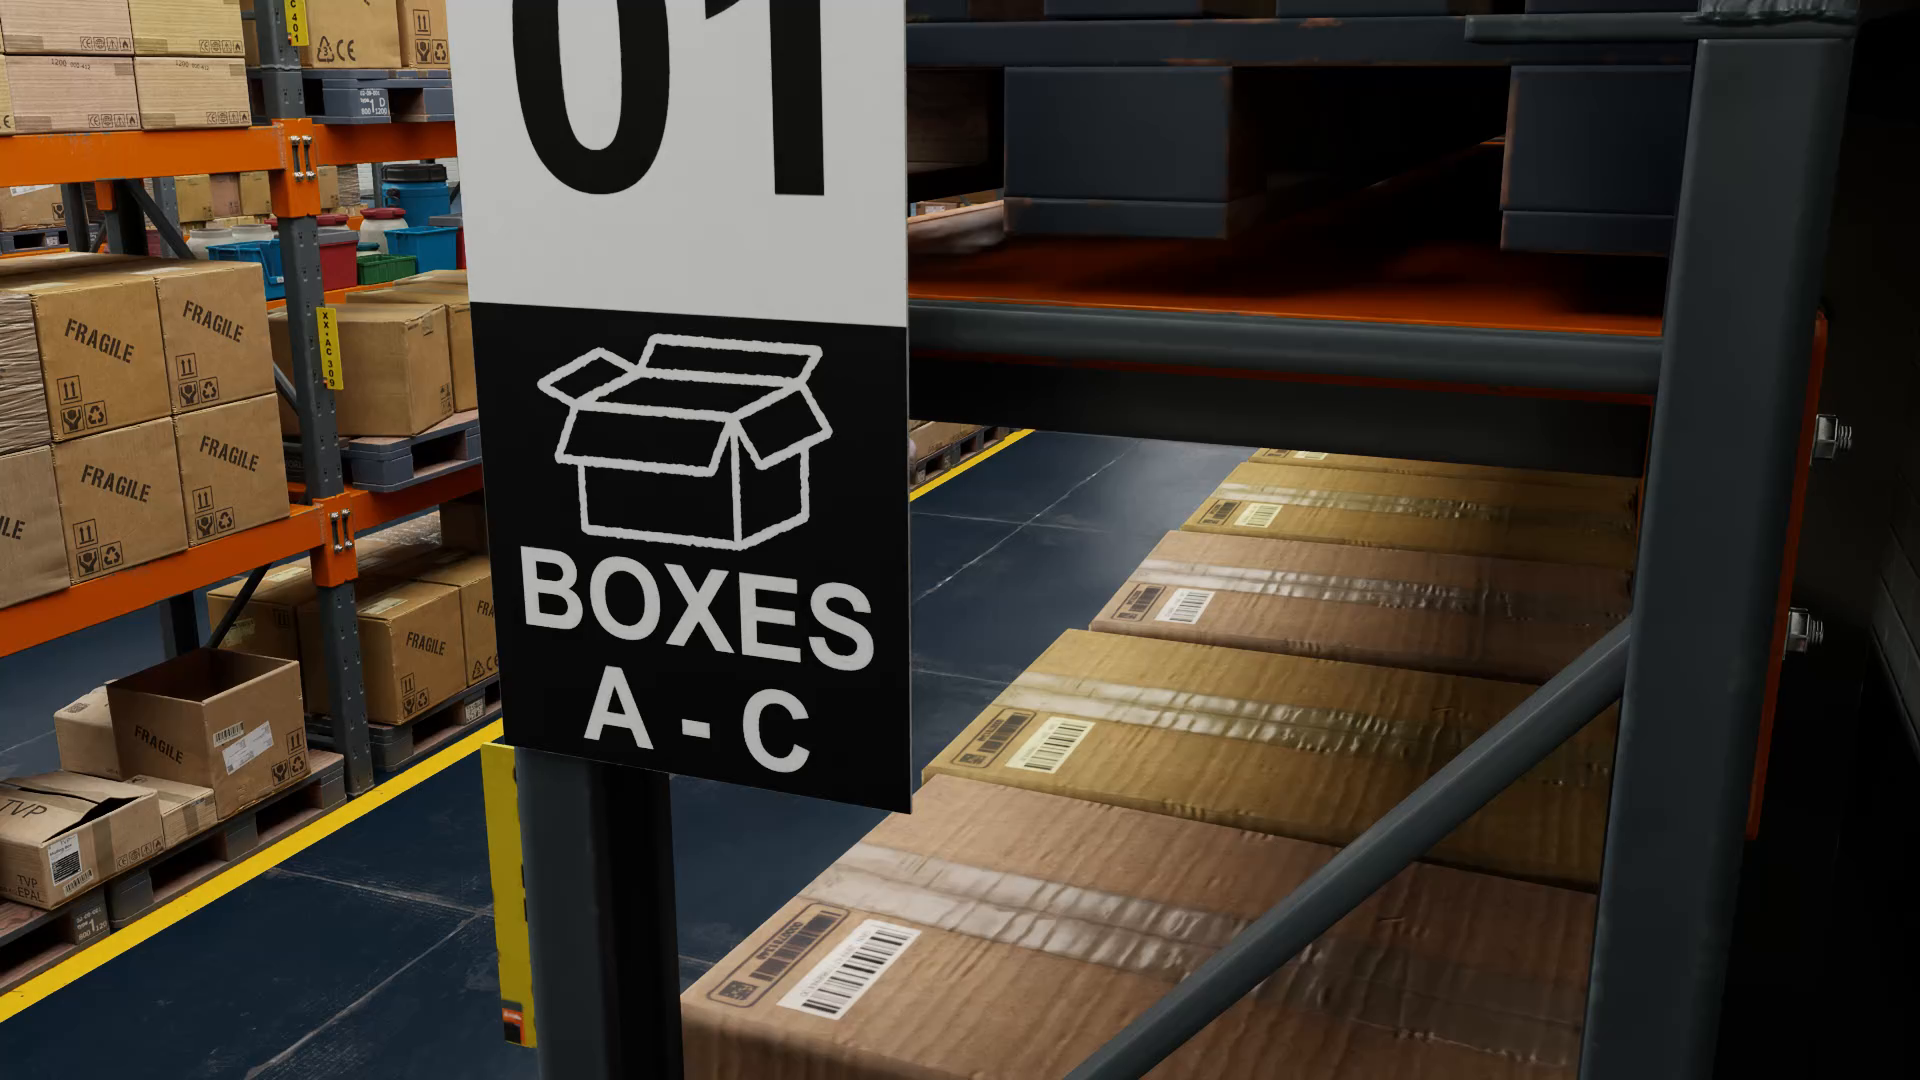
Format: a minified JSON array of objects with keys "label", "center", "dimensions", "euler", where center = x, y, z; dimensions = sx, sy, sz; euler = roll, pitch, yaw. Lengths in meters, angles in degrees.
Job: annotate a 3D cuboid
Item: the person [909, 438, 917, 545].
[{"label":"person","center":[-0.464,0.079,7.790],"dimensions":[0.452,1.634,0.523],"euler":[6,17,21]}]
